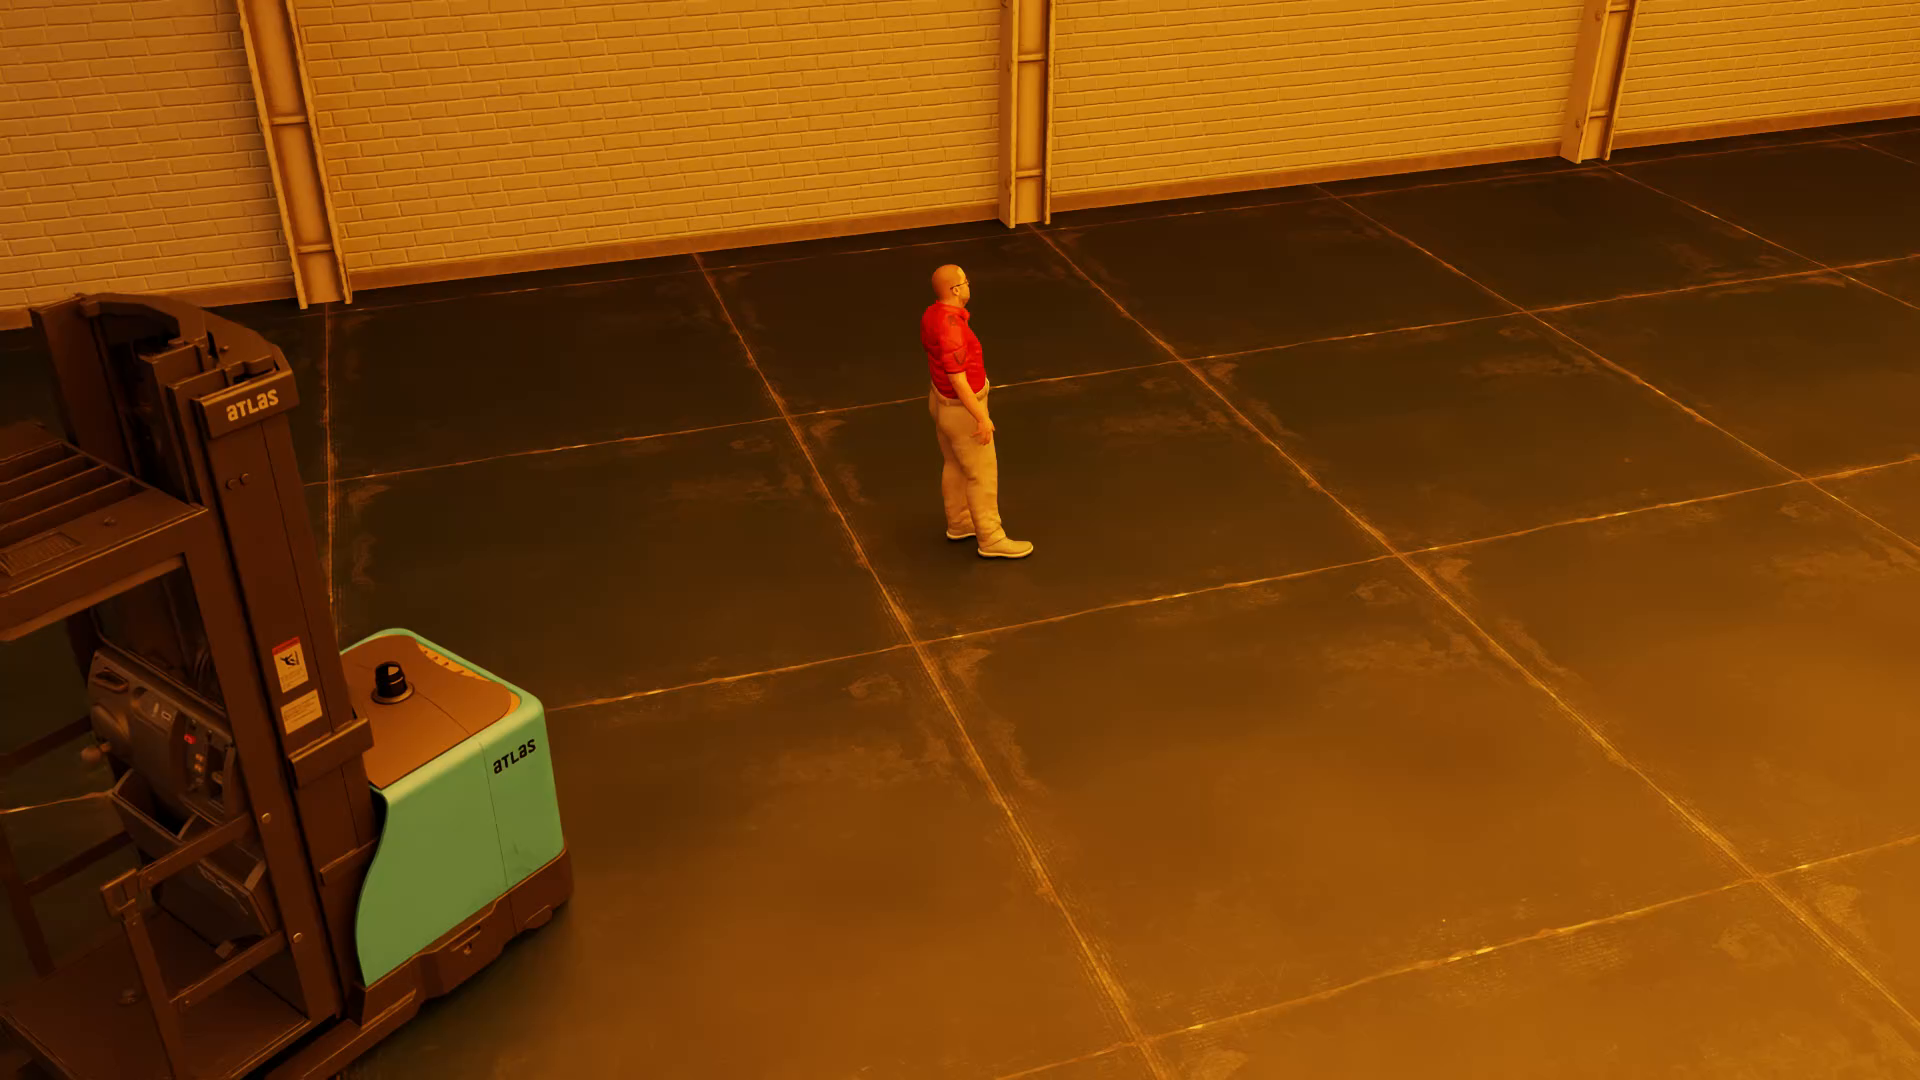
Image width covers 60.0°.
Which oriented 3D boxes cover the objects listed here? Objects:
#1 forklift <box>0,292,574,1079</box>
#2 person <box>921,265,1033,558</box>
[{"bbox_3d":[-2.969,0.751,5.782,1.130,2.935,3.031,21,36,31],"label":"forklift"},{"bbox_3d":[0.089,-0.764,9.606,0.551,1.727,0.640,-10,31,-16],"label":"person"}]
